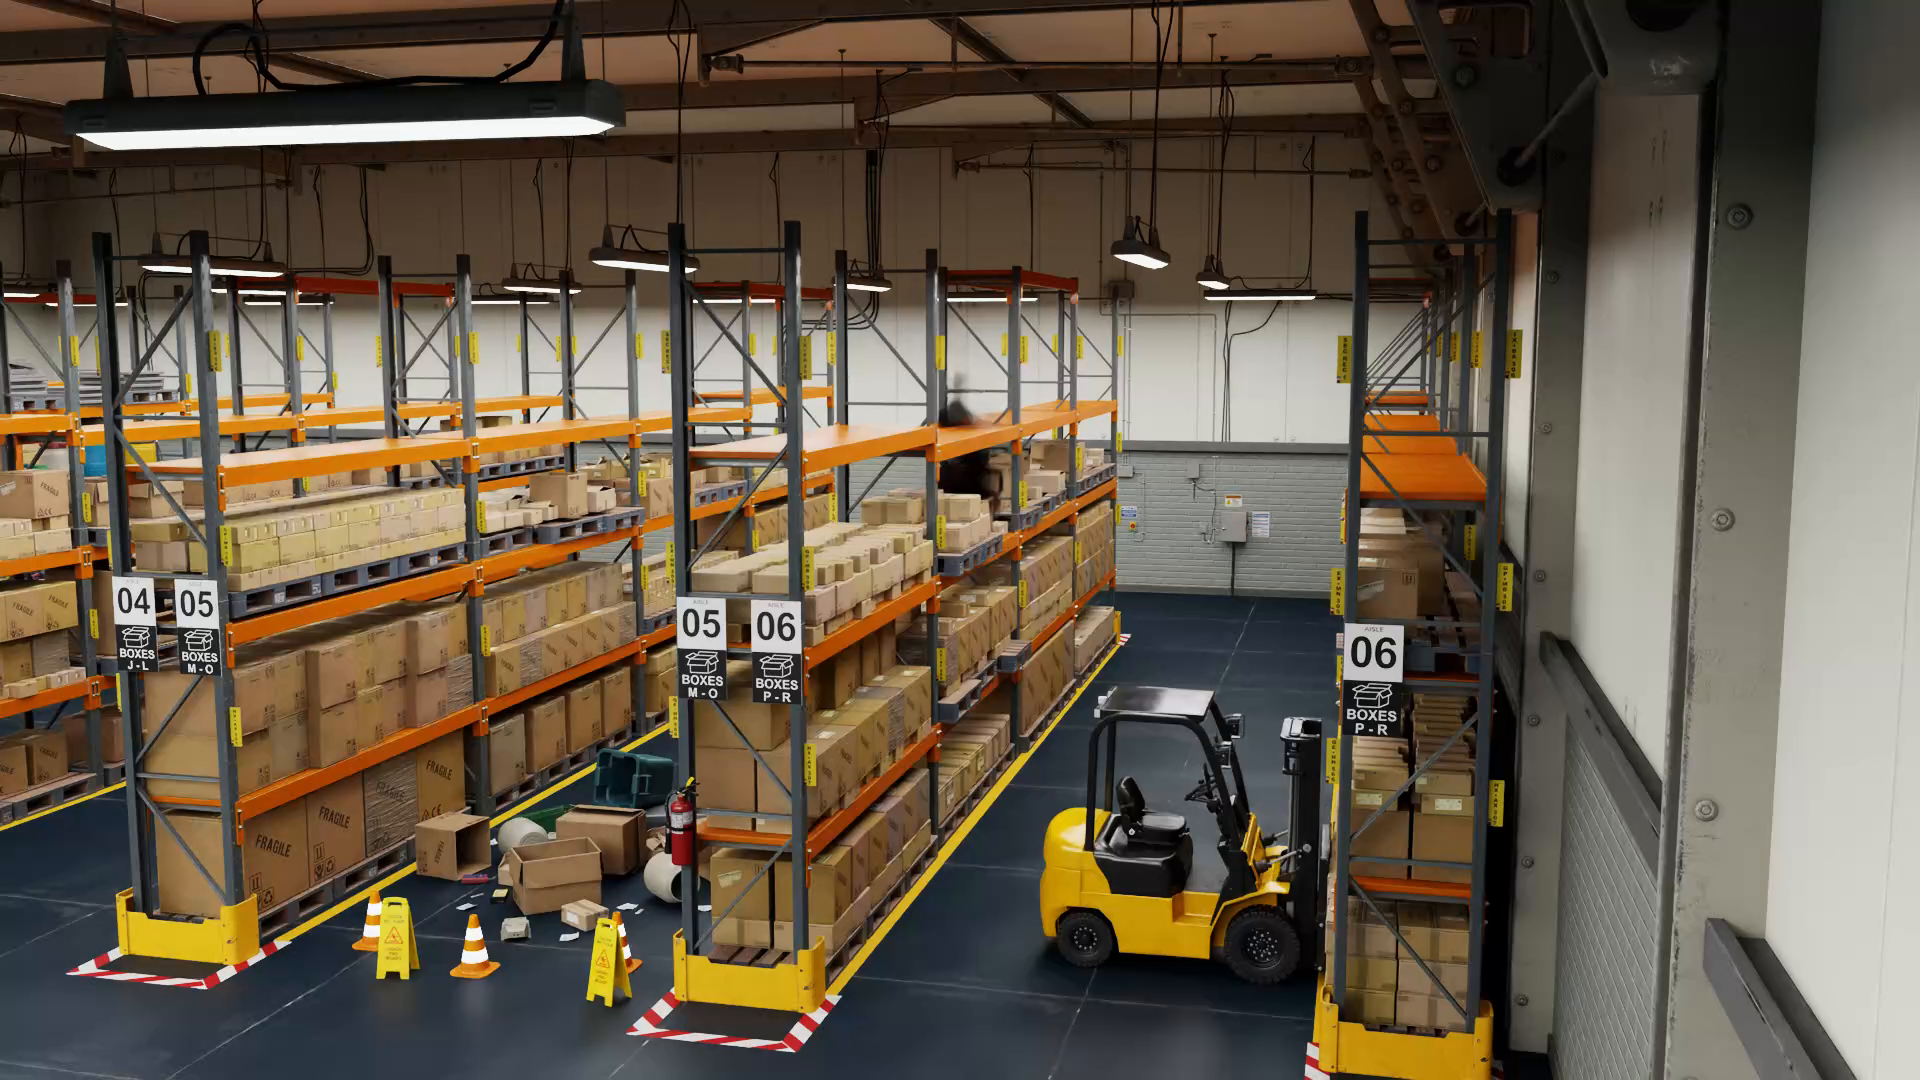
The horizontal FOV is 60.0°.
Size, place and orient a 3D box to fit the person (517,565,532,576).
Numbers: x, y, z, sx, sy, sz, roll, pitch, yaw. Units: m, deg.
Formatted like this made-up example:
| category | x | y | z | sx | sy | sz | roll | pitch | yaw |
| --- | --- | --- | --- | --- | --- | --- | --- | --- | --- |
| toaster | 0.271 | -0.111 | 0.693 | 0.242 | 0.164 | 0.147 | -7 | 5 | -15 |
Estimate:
| category | x | y | z | sx | sy | sz | roll | pitch | yaw |
| --- | --- | --- | --- | --- | --- | --- | --- | --- | --- |
| person | -6.755 | 1.205 | 25.745 | 0.596 | 1.654 | 0.577 | 2 | 7 | 13 |
